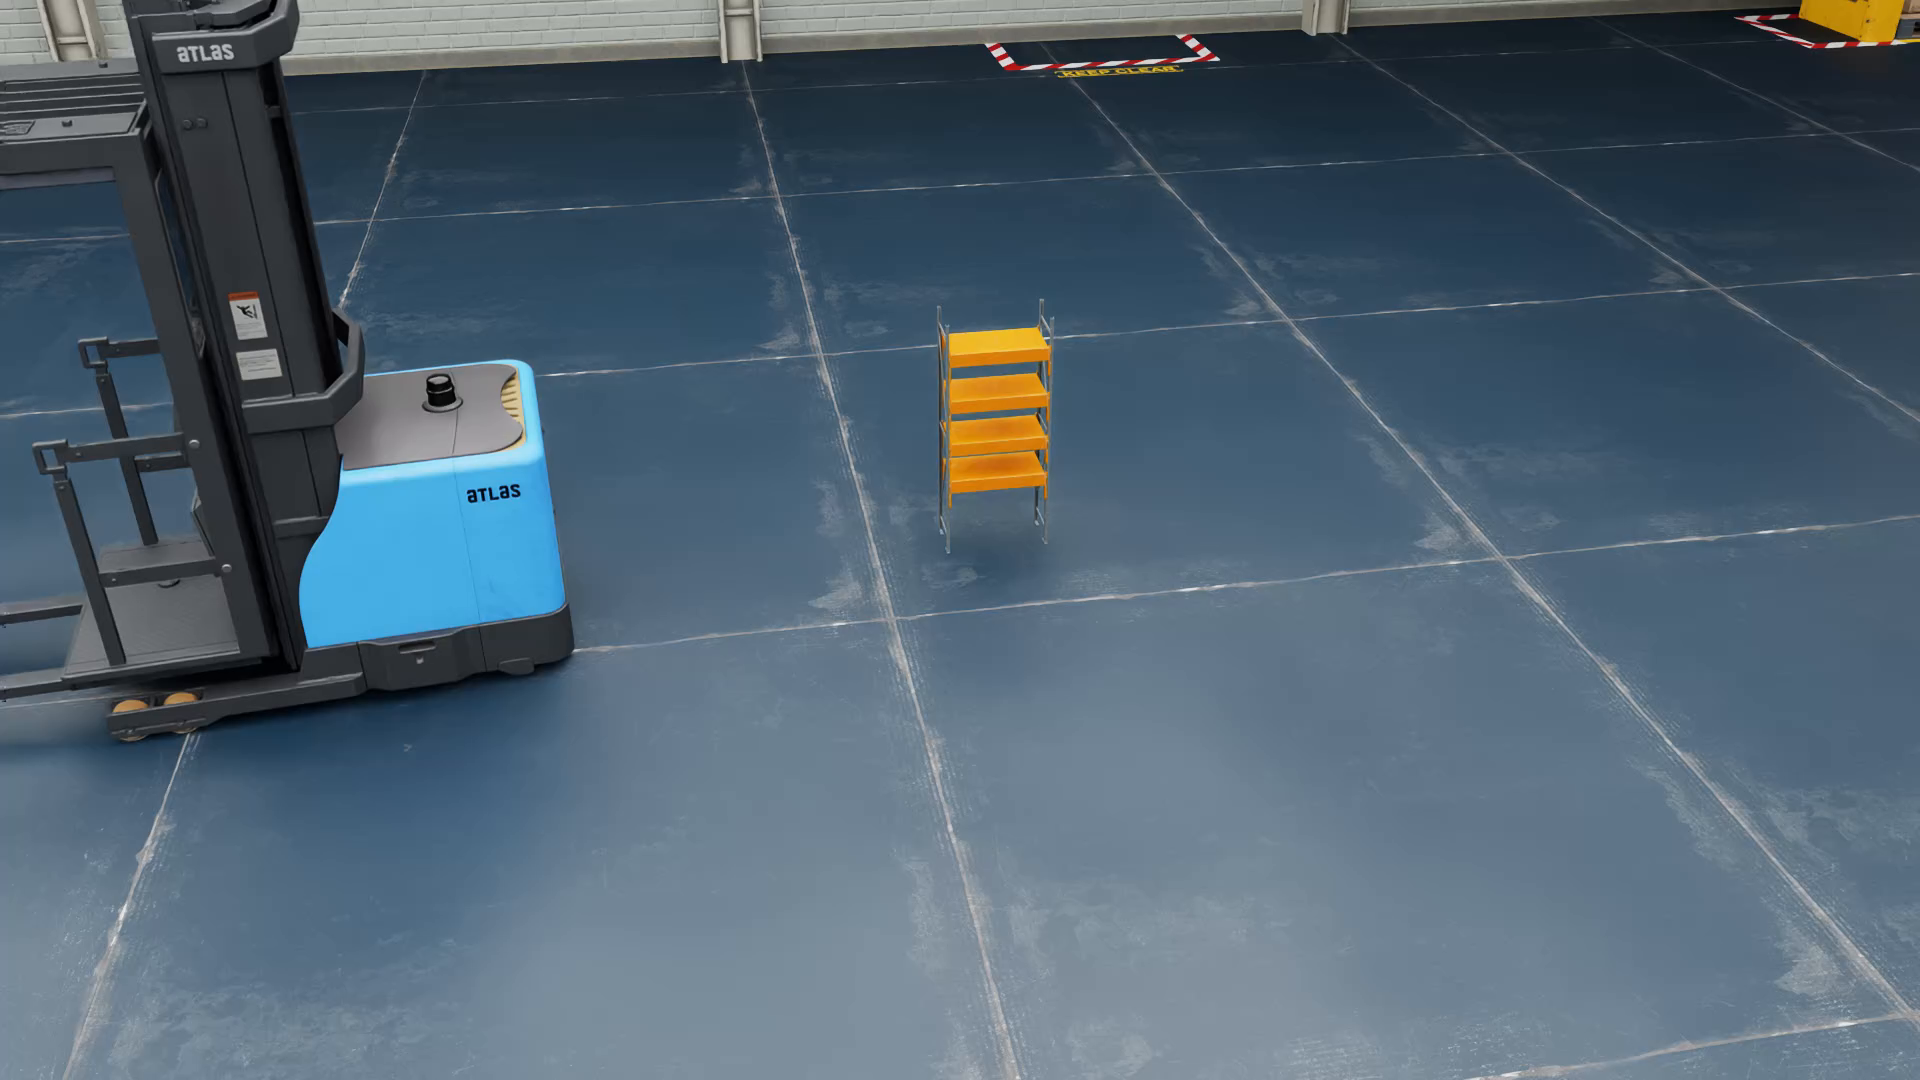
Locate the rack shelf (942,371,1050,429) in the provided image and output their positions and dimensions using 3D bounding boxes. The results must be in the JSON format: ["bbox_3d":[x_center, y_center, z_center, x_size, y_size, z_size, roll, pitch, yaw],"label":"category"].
[{"bbox_3d":[0.163,-0.667,7.892,0.480,0.148,0.258,-5,31,-9],"label":"rack shelf"}]

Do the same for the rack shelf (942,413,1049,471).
[{"bbox_3d":[0.163,-0.474,8.006,0.480,0.148,0.258,-5,31,-9],"label":"rack shelf"}]

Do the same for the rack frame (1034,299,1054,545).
[{"bbox_3d":[0.403,-0.555,8.009,0.015,1.200,0.240,-5,31,-9],"label":"rack frame"}]

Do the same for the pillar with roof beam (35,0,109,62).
[{"bbox_3d":[-7.266,-5.902,9.409,0.400,9.000,9.100,-5,31,-9],"label":"pillar with roof beam"}]

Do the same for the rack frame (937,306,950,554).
[{"bbox_3d":[-0.077,-0.510,7.934,0.015,1.200,0.240,-5,31,-9],"label":"rack frame"}]

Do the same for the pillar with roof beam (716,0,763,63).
[{"bbox_3d":[-1.364,-6.449,10.340,0.400,9.000,9.100,-5,31,-9],"label":"pillar with roof beam"}]

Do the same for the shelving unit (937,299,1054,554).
[{"bbox_3d":[0.163,-0.532,7.972,0.503,1.200,0.258,-5,31,-9],"label":"shelving unit"}]

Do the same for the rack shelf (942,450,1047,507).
[{"bbox_3d":[0.163,-0.303,8.106,0.480,0.148,0.258,-5,31,-9],"label":"rack shelf"}]

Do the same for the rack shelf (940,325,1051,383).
[{"bbox_3d":[0.163,-0.871,7.772,0.480,0.148,0.258,-5,31,-9],"label":"rack shelf"}]

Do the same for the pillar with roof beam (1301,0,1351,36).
[{"bbox_3d":[4.537,-6.997,11.272,0.400,9.000,9.100,-5,31,-9],"label":"pillar with roof beam"}]

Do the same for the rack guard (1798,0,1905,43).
[{"bbox_3d":[9.206,-5.539,17.178,0.348,0.500,1.175,-5,31,-9],"label":"rack guard"}]

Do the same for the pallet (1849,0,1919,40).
[{"bbox_3d":[10.011,-5.471,17.347,1.213,0.211,1.003,-5,31,-9],"label":"pallet"}]

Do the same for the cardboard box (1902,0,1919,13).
[{"bbox_3d":[9.828,-5.659,17.133,0.500,0.311,0.500,-9,32,-15],"label":"cardboard box"}]

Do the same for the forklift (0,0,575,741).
[{"bbox_3d":[-3.268,-0.735,6.608,3.031,2.935,1.130,-8,31,-13],"label":"forklift"}]
